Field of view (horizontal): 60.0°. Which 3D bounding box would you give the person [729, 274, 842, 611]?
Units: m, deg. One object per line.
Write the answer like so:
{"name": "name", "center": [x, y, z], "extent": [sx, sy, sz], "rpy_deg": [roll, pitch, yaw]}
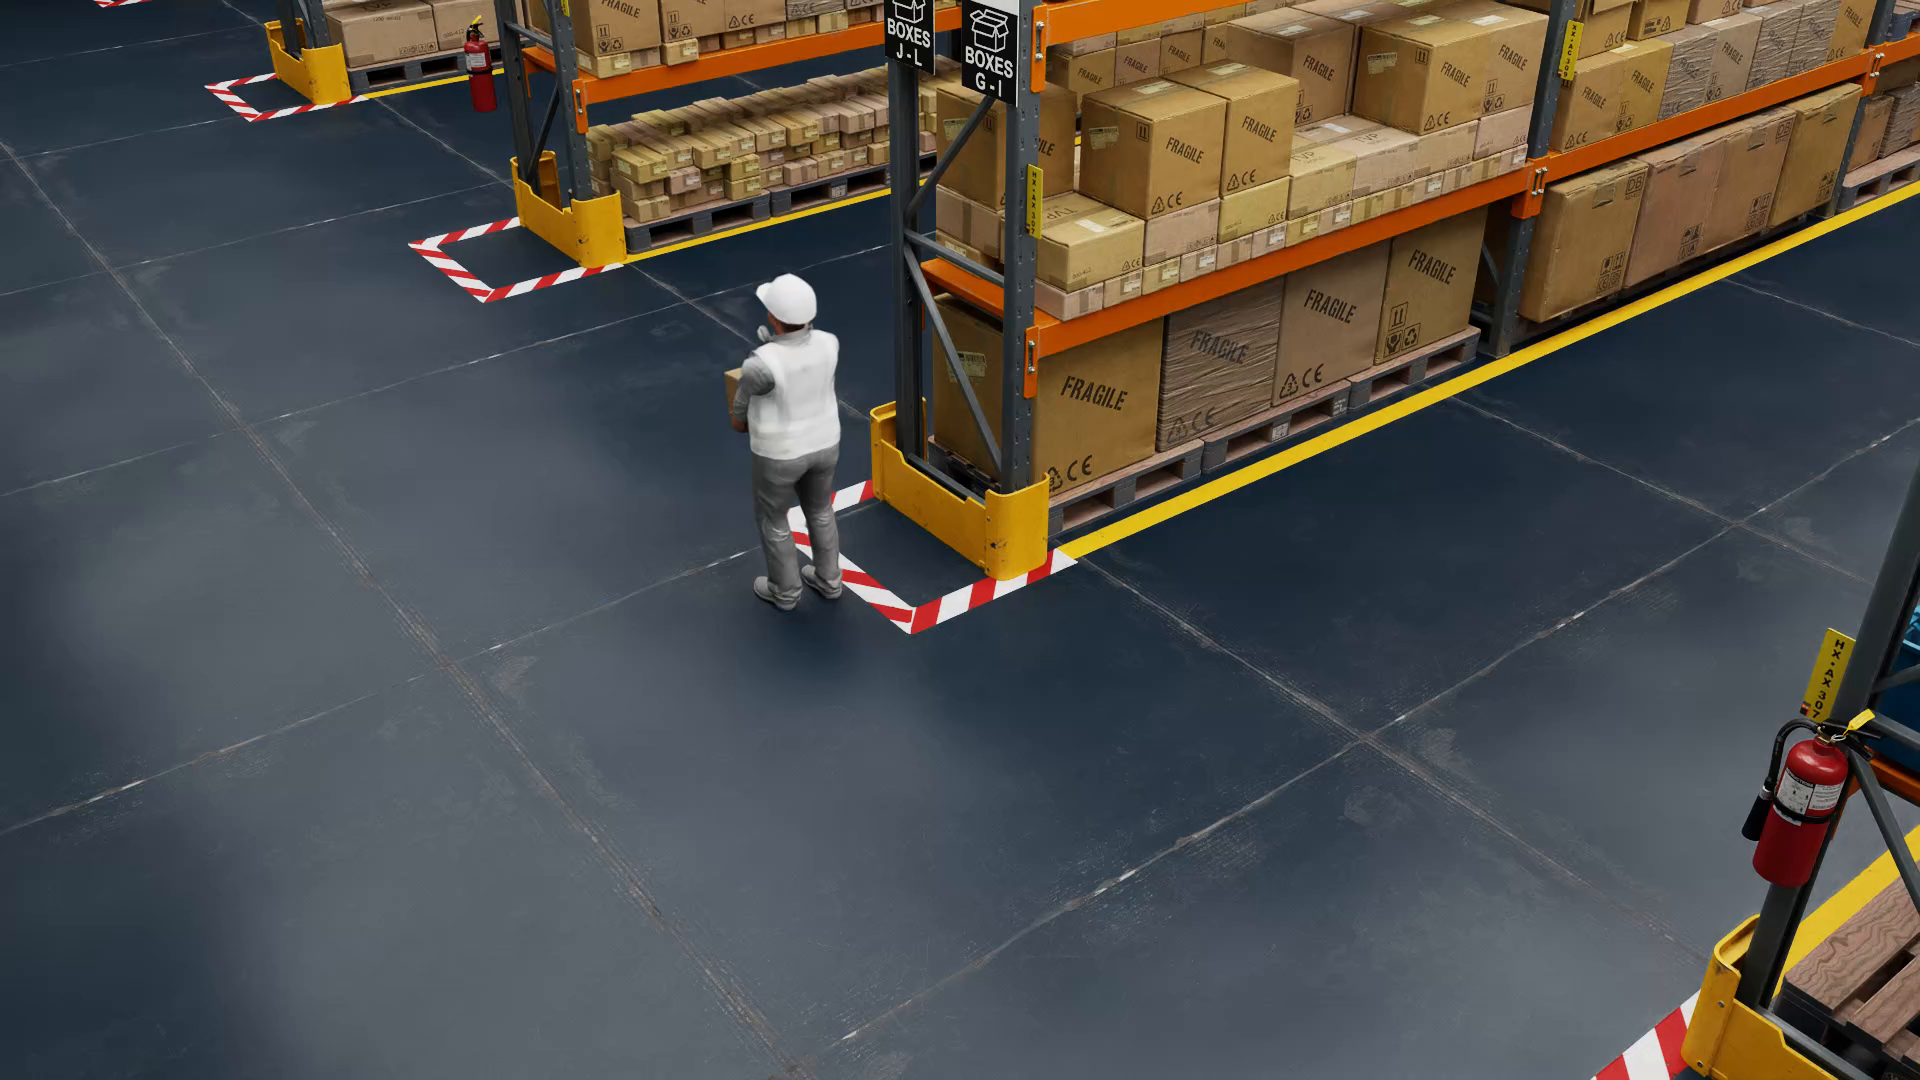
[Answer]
{"name": "person", "center": [-0.848, -0.484, 7.897], "extent": [0.494, 1.762, 0.563], "rpy_deg": [-22, 38, -31]}
